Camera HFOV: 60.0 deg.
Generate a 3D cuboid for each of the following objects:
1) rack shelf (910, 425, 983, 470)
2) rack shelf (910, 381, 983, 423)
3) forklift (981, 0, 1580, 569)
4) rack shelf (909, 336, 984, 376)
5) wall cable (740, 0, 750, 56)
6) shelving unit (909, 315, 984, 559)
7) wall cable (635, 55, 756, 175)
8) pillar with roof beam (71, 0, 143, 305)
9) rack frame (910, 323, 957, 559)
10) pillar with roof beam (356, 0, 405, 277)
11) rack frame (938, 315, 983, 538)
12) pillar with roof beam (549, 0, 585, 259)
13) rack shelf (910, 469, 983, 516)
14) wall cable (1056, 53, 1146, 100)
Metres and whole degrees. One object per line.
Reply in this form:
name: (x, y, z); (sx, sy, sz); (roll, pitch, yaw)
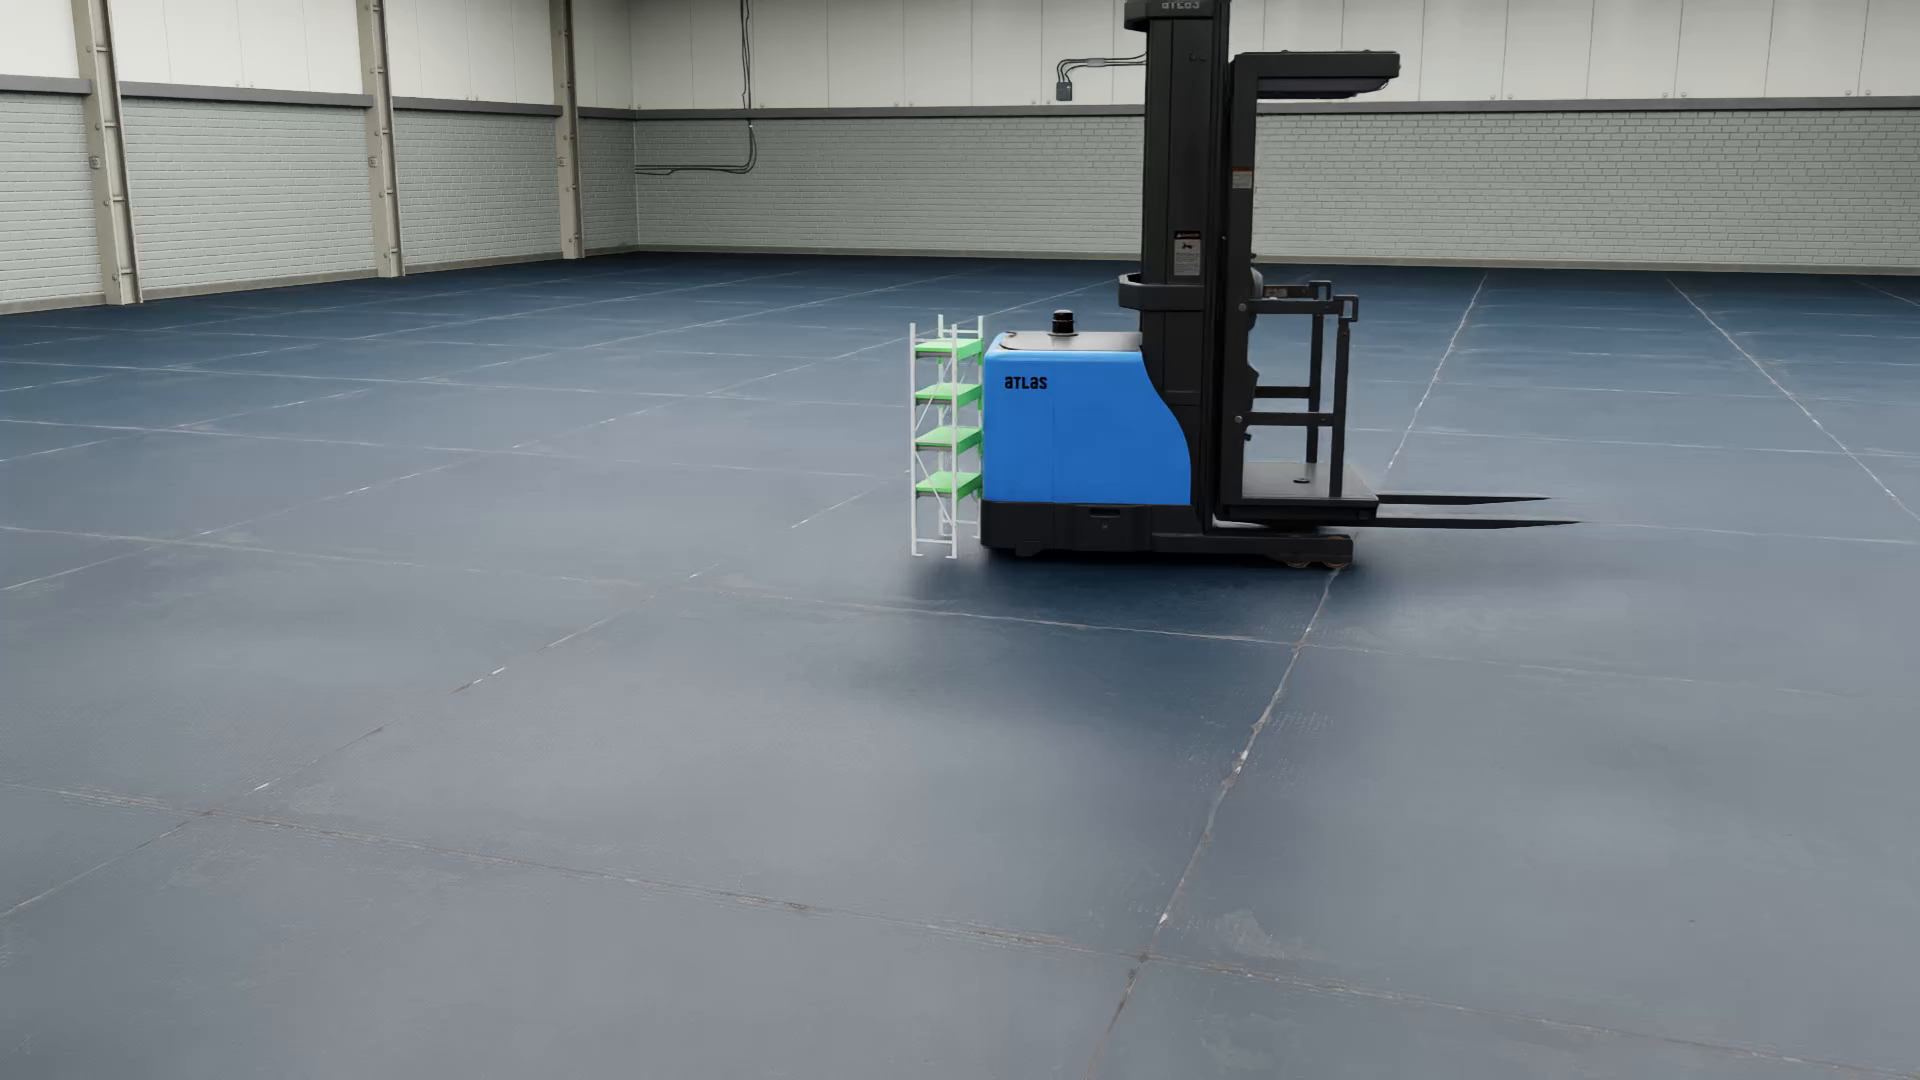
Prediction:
rack shelf: (-0.066, -0.488, 8.716); (0.258, 0.148, 0.480); (4, 13, 16)
rack shelf: (-0.066, -0.722, 8.662); (0.258, 0.148, 0.480); (4, 13, 16)
forklift: (1.653, -1.407, 8.564); (3.031, 2.935, 1.130); (1, 13, 5)
rack shelf: (-0.066, -0.956, 8.609); (0.258, 0.148, 0.480); (4, 13, 16)
wall cable: (-3.359, -11.593, 35.185); (3.097, 2.526, 0.112); (4, 14, 18)
shelving unit: (-0.066, -0.550, 8.701); (0.258, 1.200, 0.503); (4, 13, 16)
wall cable: (-5.919, -9.325, 36.600); (3.097, 2.526, 0.112); (4, 14, 18)
pillar with roof beam: (-7.932, -7.478, 21.526); (9.100, 9.000, 0.400); (4, 14, 18)
rack frame: (-0.134, -0.498, 8.473); (0.240, 1.200, 0.015); (4, 13, 16)
pillar with roof beam: (-5.991, -8.741, 27.061); (9.100, 9.000, 0.400); (4, 14, 18)
rack frame: (0.002, -0.602, 8.930); (0.240, 1.200, 0.015); (4, 13, 16)
pillar with roof beam: (-4.050, -10.004, 32.596); (9.100, 9.000, 0.400); (4, 14, 18)
rack shelf: (-0.066, -0.254, 8.769); (0.258, 0.148, 0.480); (4, 13, 16)
wall cable: (3.059, -11.810, 32.867); (2.305, 6.003, 0.169); (4, 14, 18)
